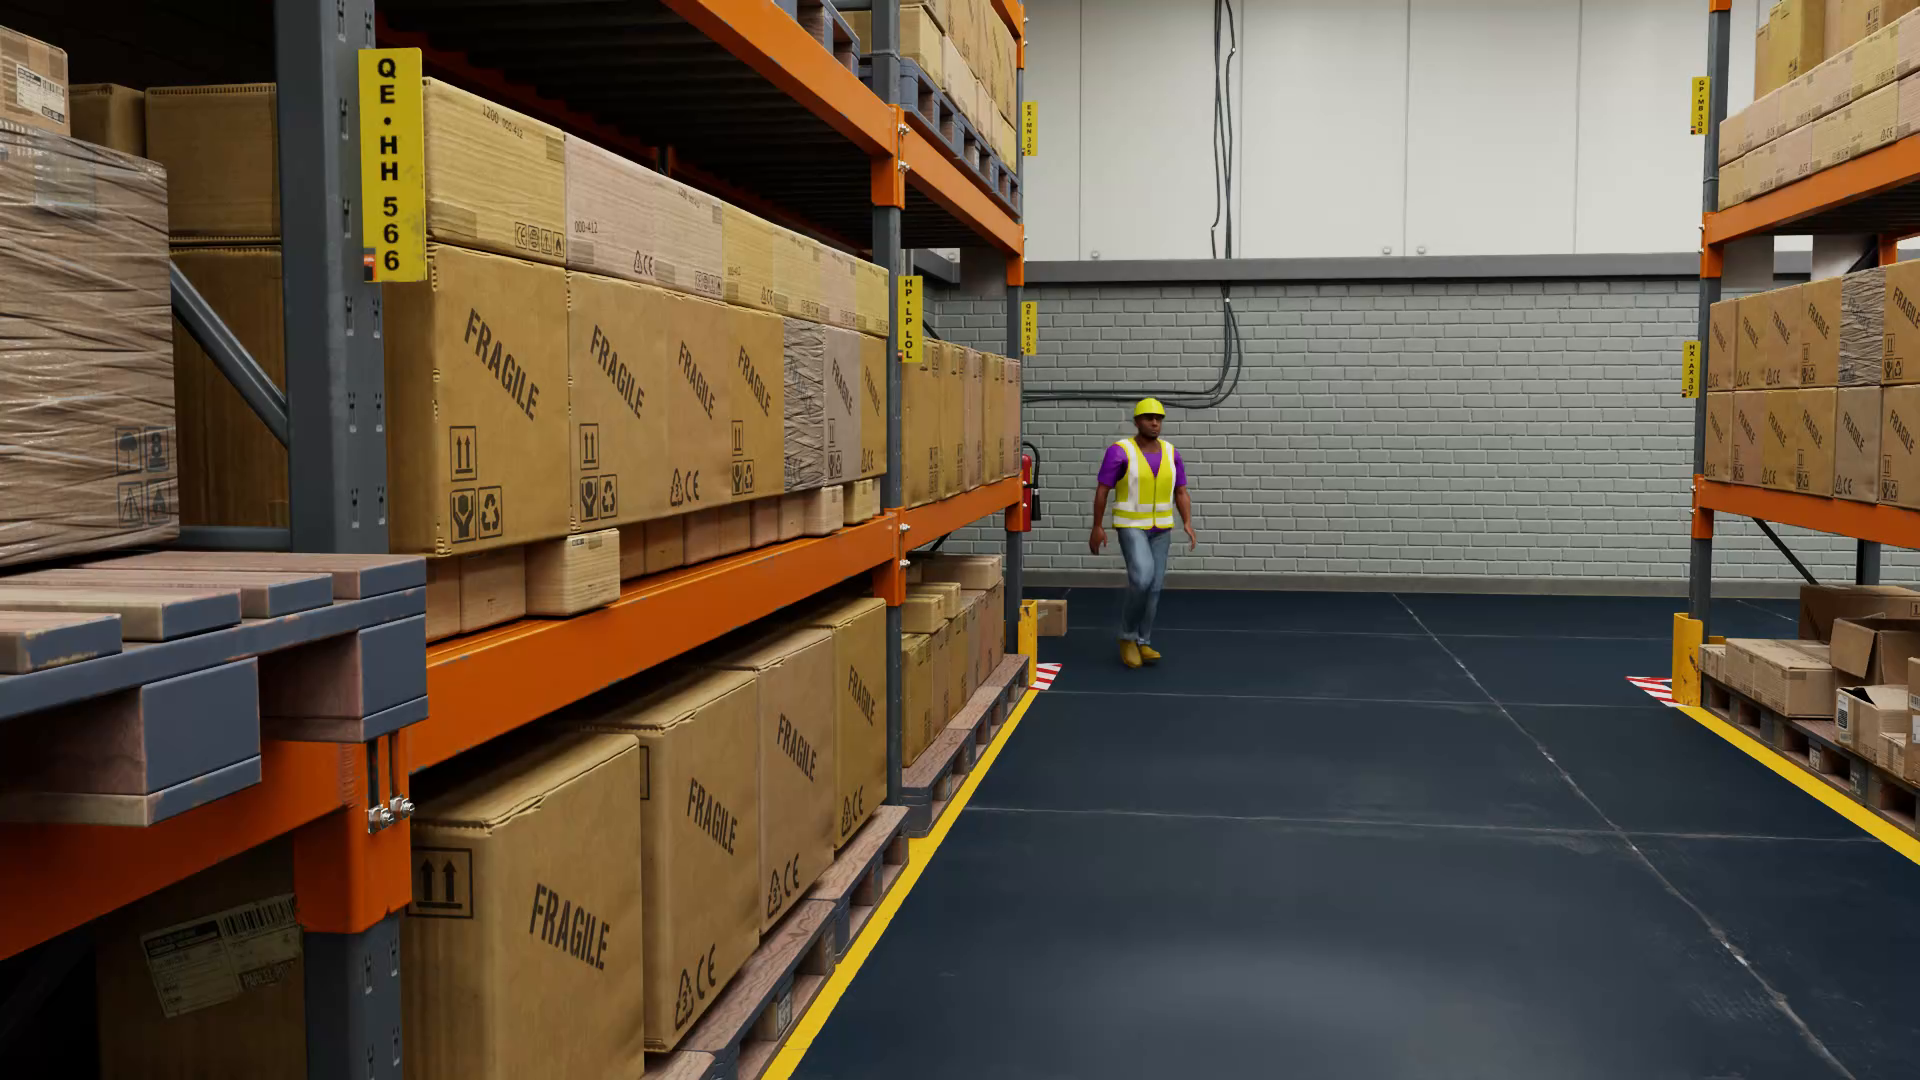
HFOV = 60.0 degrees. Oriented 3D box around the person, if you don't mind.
[{"bbox_3d":[1.227,-0.046,11.003,0.632,1.787,0.525,-2,5,-24],"label":"person"}]
